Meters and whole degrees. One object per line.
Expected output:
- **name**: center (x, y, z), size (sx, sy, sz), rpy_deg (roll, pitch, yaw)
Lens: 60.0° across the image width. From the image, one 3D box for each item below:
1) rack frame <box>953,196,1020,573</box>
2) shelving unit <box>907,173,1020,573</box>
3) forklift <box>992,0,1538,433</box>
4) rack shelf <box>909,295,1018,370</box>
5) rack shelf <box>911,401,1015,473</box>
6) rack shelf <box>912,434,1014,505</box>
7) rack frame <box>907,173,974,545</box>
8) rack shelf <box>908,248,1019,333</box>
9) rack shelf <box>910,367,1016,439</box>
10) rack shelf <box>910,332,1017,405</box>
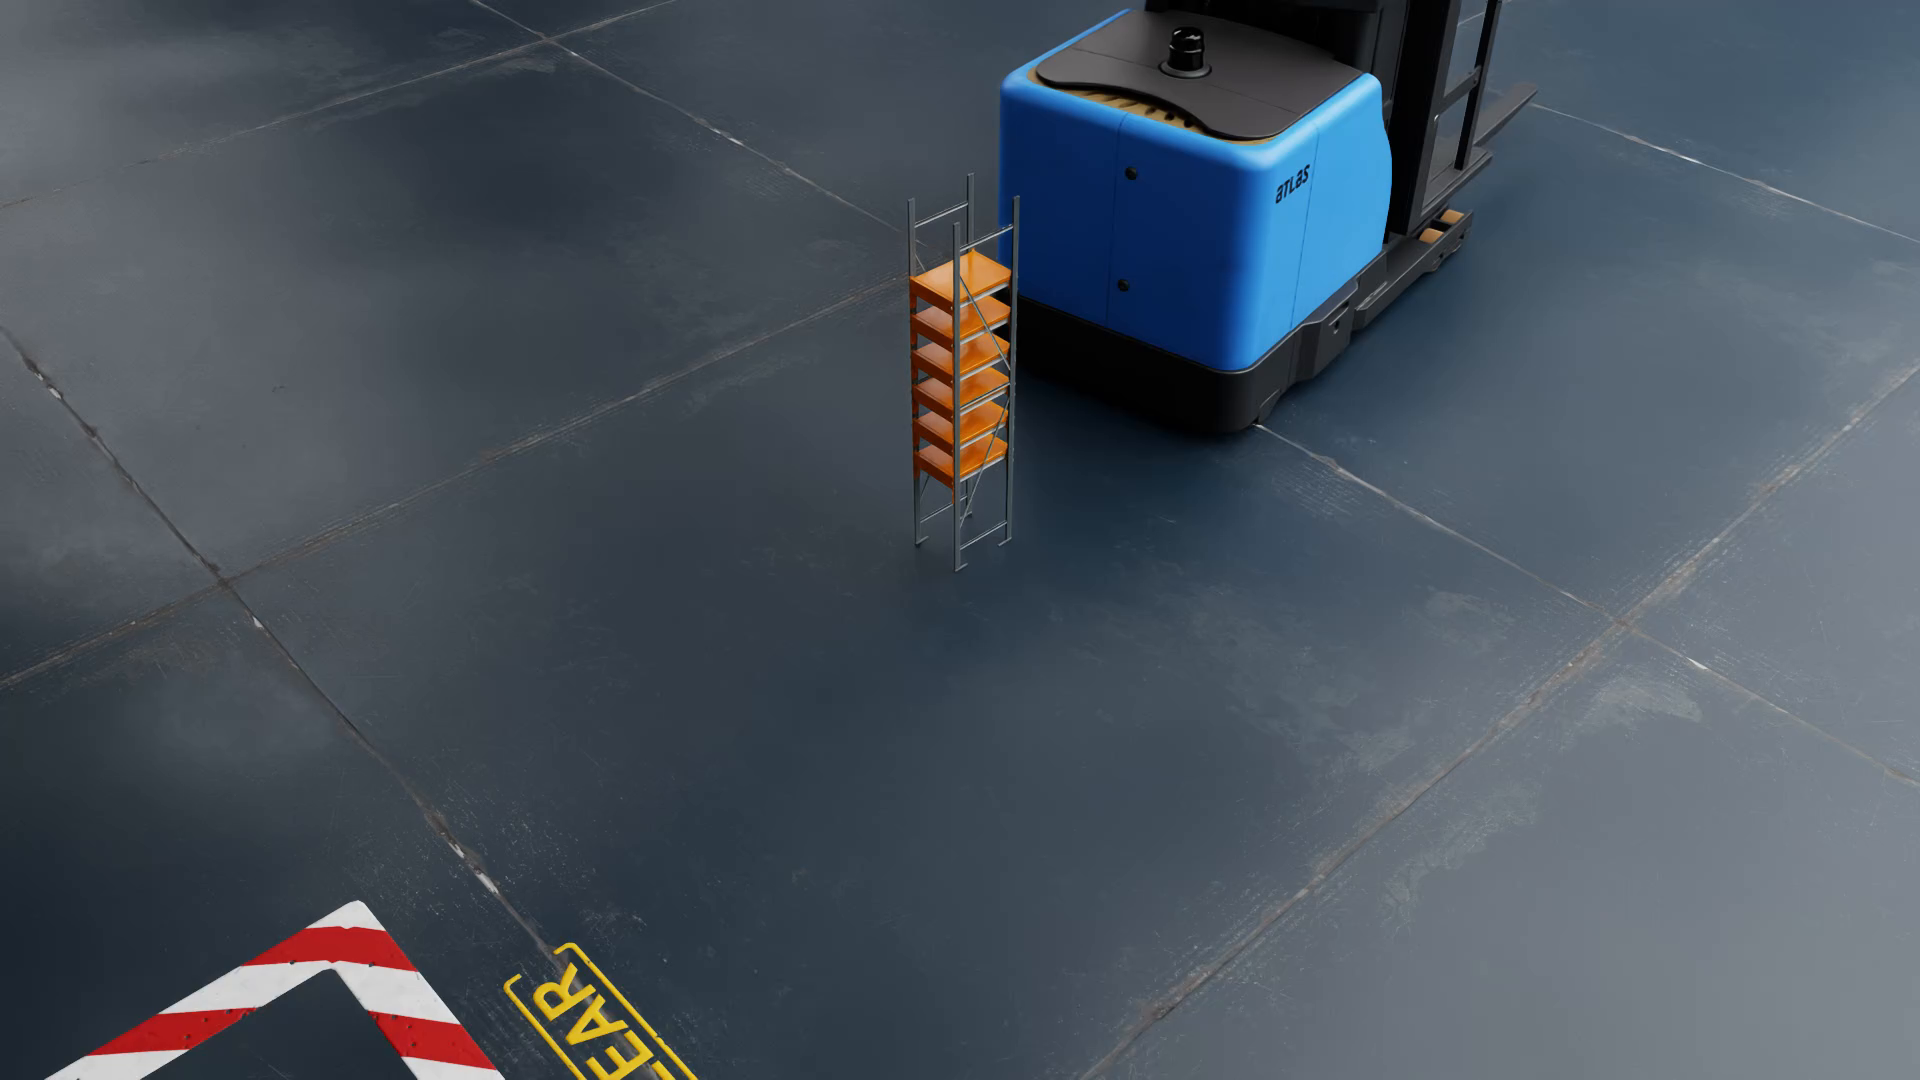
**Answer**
- **rack frame**: center (0.072, -0.418, 4.833), size (0.240, 1.200, 0.006), rpy_deg (-30, 48, -32)
- **shelving unit**: center (0.010, -0.460, 4.886), size (0.258, 1.200, 0.189), rpy_deg (-30, 48, -32)
- **forklift**: center (1.407, -2.373, 5.876), size (1.130, 2.935, 3.031), rpy_deg (25, 45, 28)
- **rack shelf**: center (0.010, -0.612, 4.763), size (0.258, 0.103, 0.180), rpy_deg (-30, 48, -32)
- **rack shelf**: center (0.010, -0.332, 4.989), size (0.258, 0.103, 0.180), rpy_deg (-30, 48, -32)
- **rack shelf**: center (0.010, -0.239, 5.064), size (0.258, 0.103, 0.180), rpy_deg (-30, 48, -32)
- **rack frame**: center (-0.052, -0.502, 4.938), size (0.240, 1.200, 0.006), rpy_deg (-30, 48, -32)
- **rack shelf**: center (0.010, -0.706, 4.687), size (0.258, 0.103, 0.180), rpy_deg (-30, 48, -32)
- **rack shelf**: center (0.010, -0.426, 4.914), size (0.258, 0.103, 0.180), rpy_deg (-30, 48, -32)
- **rack shelf**: center (0.010, -0.519, 4.838), size (0.258, 0.103, 0.180), rpy_deg (-30, 48, -32)
